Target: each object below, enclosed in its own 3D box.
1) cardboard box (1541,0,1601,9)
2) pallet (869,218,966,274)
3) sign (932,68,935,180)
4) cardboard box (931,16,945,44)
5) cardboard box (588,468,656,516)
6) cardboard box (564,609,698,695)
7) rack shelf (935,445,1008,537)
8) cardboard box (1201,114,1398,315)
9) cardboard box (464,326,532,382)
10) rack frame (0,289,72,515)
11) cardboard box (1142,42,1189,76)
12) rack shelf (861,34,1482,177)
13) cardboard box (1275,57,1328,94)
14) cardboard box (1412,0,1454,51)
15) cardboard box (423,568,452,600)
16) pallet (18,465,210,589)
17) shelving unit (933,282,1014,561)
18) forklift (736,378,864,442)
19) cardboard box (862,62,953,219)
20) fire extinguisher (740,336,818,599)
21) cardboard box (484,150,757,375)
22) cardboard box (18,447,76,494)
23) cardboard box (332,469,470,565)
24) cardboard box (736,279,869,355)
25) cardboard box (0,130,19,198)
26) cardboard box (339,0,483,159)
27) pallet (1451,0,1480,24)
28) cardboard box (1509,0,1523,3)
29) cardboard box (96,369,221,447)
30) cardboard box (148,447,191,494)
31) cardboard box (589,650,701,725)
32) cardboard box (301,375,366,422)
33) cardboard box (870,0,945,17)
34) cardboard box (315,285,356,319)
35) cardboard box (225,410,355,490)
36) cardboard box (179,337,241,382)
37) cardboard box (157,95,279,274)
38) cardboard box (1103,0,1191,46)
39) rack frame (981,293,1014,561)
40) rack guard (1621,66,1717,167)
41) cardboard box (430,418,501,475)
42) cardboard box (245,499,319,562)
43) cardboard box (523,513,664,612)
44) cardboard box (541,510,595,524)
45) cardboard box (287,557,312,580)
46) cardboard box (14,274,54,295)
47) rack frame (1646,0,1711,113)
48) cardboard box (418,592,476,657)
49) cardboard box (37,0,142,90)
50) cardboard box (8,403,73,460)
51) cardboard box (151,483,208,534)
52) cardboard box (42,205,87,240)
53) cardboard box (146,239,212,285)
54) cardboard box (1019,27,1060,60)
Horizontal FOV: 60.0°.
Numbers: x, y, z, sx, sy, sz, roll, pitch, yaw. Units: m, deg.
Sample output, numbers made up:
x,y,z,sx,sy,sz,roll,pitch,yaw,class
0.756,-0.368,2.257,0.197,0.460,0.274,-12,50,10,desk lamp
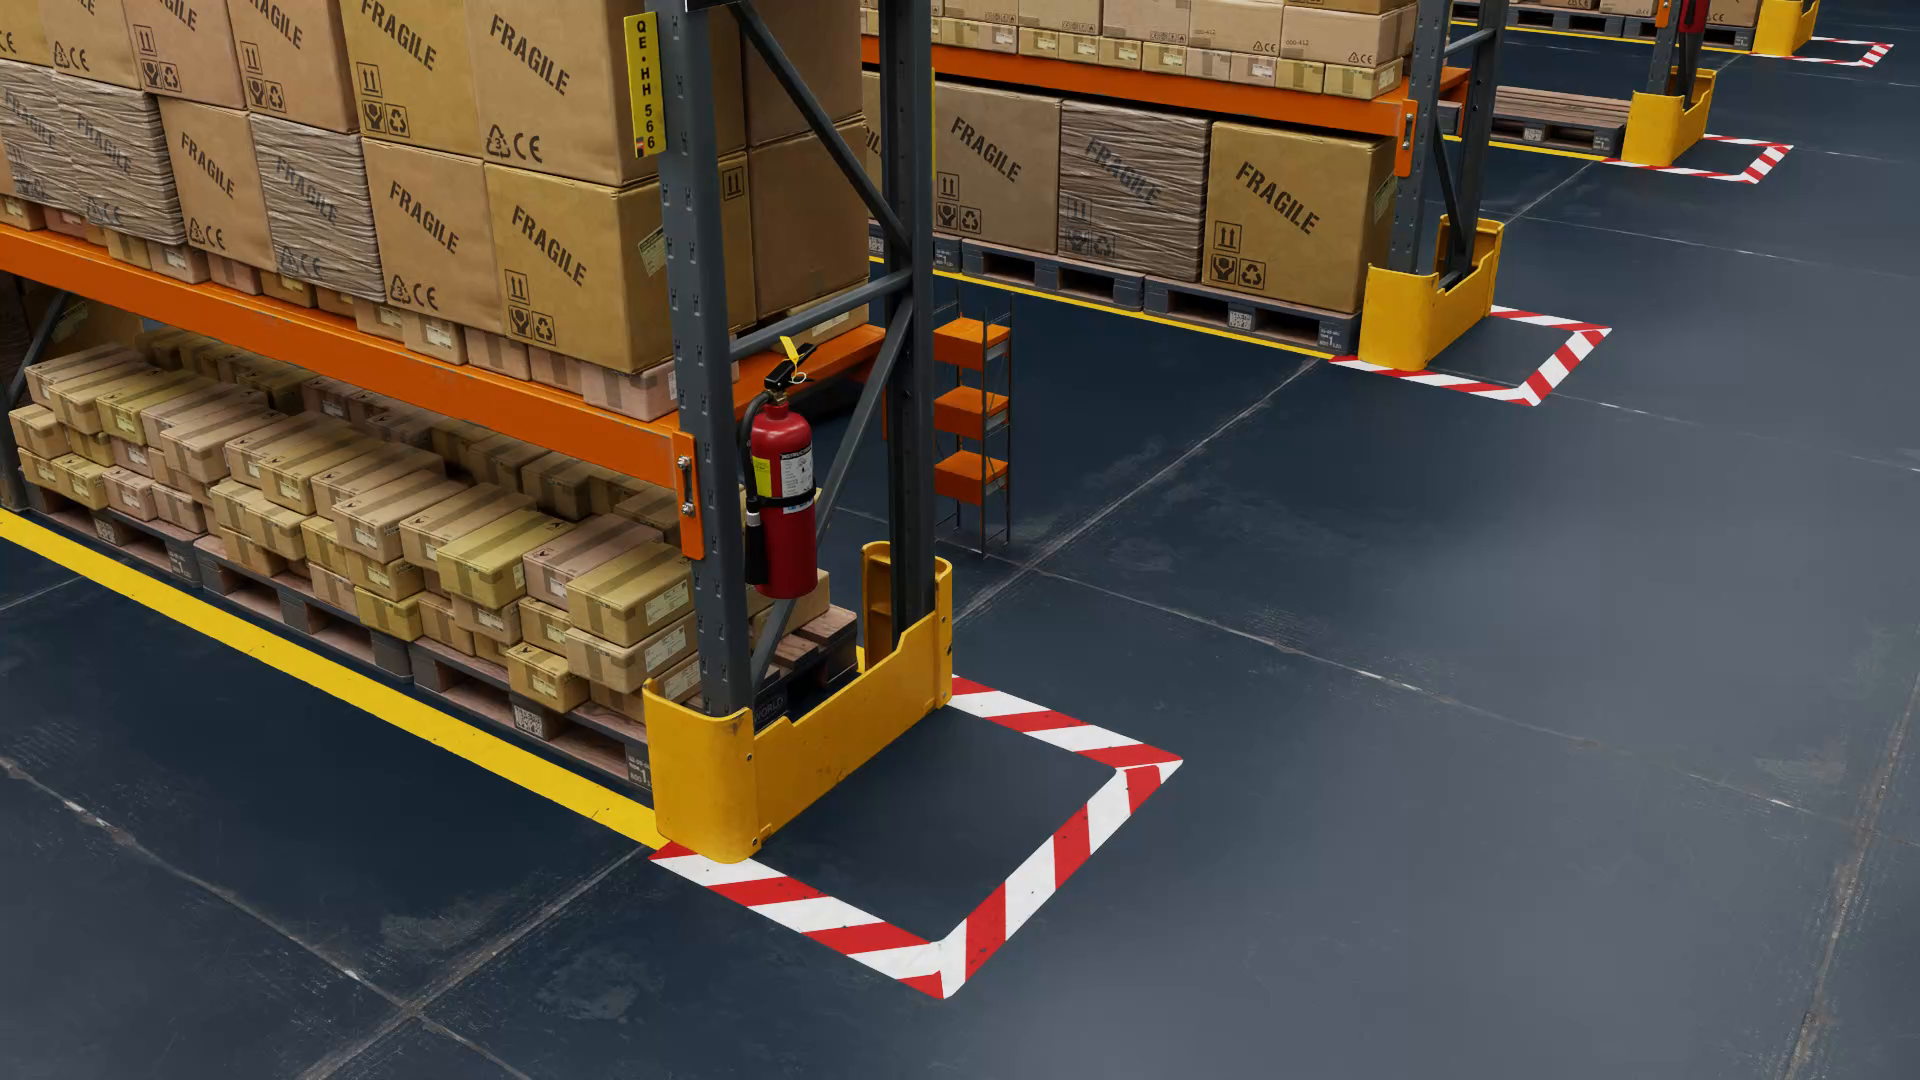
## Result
x,y,z,sx,sy,sz,roll,pitch,yaw,class
6.347,-5.778,17.064,0.637,0.503,0.797,17,32,30,cardboard box
-0.234,-2.005,10.457,1.213,0.211,1.003,17,32,30,pallet
-0.104,-1.206,4.857,0.005,0.325,0.100,17,32,30,sign
-0.109,-2.958,9.533,0.250,0.149,0.380,16,31,29,cardboard box
-1.081,-0.199,5.857,0.250,0.149,0.380,17,32,30,cardboard box
-1.007,0.305,5.195,0.250,0.149,0.380,16,31,29,cardboard box
0.044,-0.197,6.616,0.240,0.259,0.215,17,32,30,rack shelf
1.908,-1.820,8.899,0.875,0.875,0.875,17,32,30,cardboard box
-1.238,-0.620,4.937,0.250,0.149,0.380,17,32,30,cardboard box
-3.708,-1.644,6.673,0.127,3.000,1.000,17,32,30,rack frame
1.158,-2.563,8.757,0.250,0.149,0.380,17,31,29,cardboard box
0.832,-2.638,9.420,4.000,0.370,1.077,17,32,30,rack shelf
1.786,-2.368,8.372,0.250,0.149,0.380,18,32,31,cardboard box
2.238,-2.735,8.655,0.500,0.250,0.500,16,31,29,cardboard box
-1.600,0.065,5.668,0.250,0.149,0.380,17,31,30,cardboard box
-3.134,-0.242,6.993,1.213,0.211,1.003,17,32,30,pallet
0.044,-0.454,6.485,0.252,1.050,0.215,17,32,30,shelving unit
-1.823,-2.270,7.980,1.130,2.935,3.031,-23,35,-37,forklift
-0.318,-2.513,10.261,0.875,0.875,0.875,17,32,30,cardboard box
-0.464,-0.179,4.291,0.183,0.674,0.296,17,32,30,fire extinguisher
-0.927,-0.813,4.602,0.500,0.500,0.500,18,32,31,cardboard box
-3.590,-0.347,6.805,0.250,0.149,0.380,16,31,28,cardboard box
-1.881,-0.083,5.631,0.250,0.149,0.380,19,32,32,cardboard box
-0.492,-0.711,5.116,0.250,0.149,0.380,17,32,30,cardboard box
-3.442,-1.600,6.148,0.500,0.500,0.500,17,31,29,cardboard box
-1.346,-1.394,4.642,0.500,0.500,0.500,16,31,29,cardboard box
5.361,-5.755,17.827,1.213,0.211,1.003,17,32,30,pallet
5.738,-5.701,17.285,0.250,0.166,0.380,17,32,30,cardboard box
-3.111,-0.520,6.490,0.250,0.149,0.380,17,31,30,cardboard box
-2.889,-0.330,6.443,0.250,0.149,0.380,16,31,28,cardboard box
-0.963,0.409,5.319,0.250,0.149,0.380,18,32,31,cardboard box
-2.380,-0.589,6.624,0.250,0.149,0.380,16,31,28,cardboard box
-0.170,-3.190,9.548,0.500,0.250,0.500,17,32,30,cardboard box
-1.851,-0.847,5.384,0.250,0.149,0.380,16,31,28,cardboard box
-2.448,-0.327,6.110,0.250,0.149,0.380,16,31,28,cardboard box
-3.034,-0.781,7.002,0.250,0.149,0.380,18,32,31,cardboard box
-2.177,-1.206,5.374,0.500,0.500,0.500,19,33,33,cardboard box
1.094,-2.797,8.777,0.500,0.250,0.500,16,31,29,cardboard box
0.145,-0.423,6.423,0.008,1.050,0.200,17,32,30,rack frame
5.312,-3.182,12.451,0.348,0.500,1.175,17,32,30,rack guard
-1.746,-0.391,6.235,0.250,0.149,0.380,18,32,31,cardboard box
-2.314,-0.089,5.970,0.250,0.149,0.380,18,32,31,cardboard box
-1.165,0.074,5.321,0.250,0.149,0.380,18,32,31,cardboard box
-1.293,-0.124,6.039,0.250,0.149,0.380,18,32,32,cardboard box
-2.237,0.010,6.104,0.250,0.149,0.380,18,32,32,cardboard box
-4.167,-1.340,7.542,0.500,0.250,0.500,16,31,28,cardboard box
5.285,-4.297,11.886,0.127,3.000,1.000,17,32,30,rack frame
-1.612,0.223,5.686,0.250,0.149,0.380,18,32,31,cardboard box
-2.640,-1.791,5.422,0.500,0.500,0.500,18,32,31,cardboard box
-3.590,-0.480,6.739,0.250,0.149,0.380,19,33,33,cardboard box
-2.898,-0.188,6.492,0.250,0.149,0.380,17,31,29,cardboard box
-3.155,-1.250,6.175,0.250,0.149,0.380,16,31,28,cardboard box
-2.547,-1.017,5.718,0.250,0.149,0.380,19,33,32,cardboard box
0.525,-2.760,9.144,0.250,0.149,0.380,16,31,29,cardboard box
